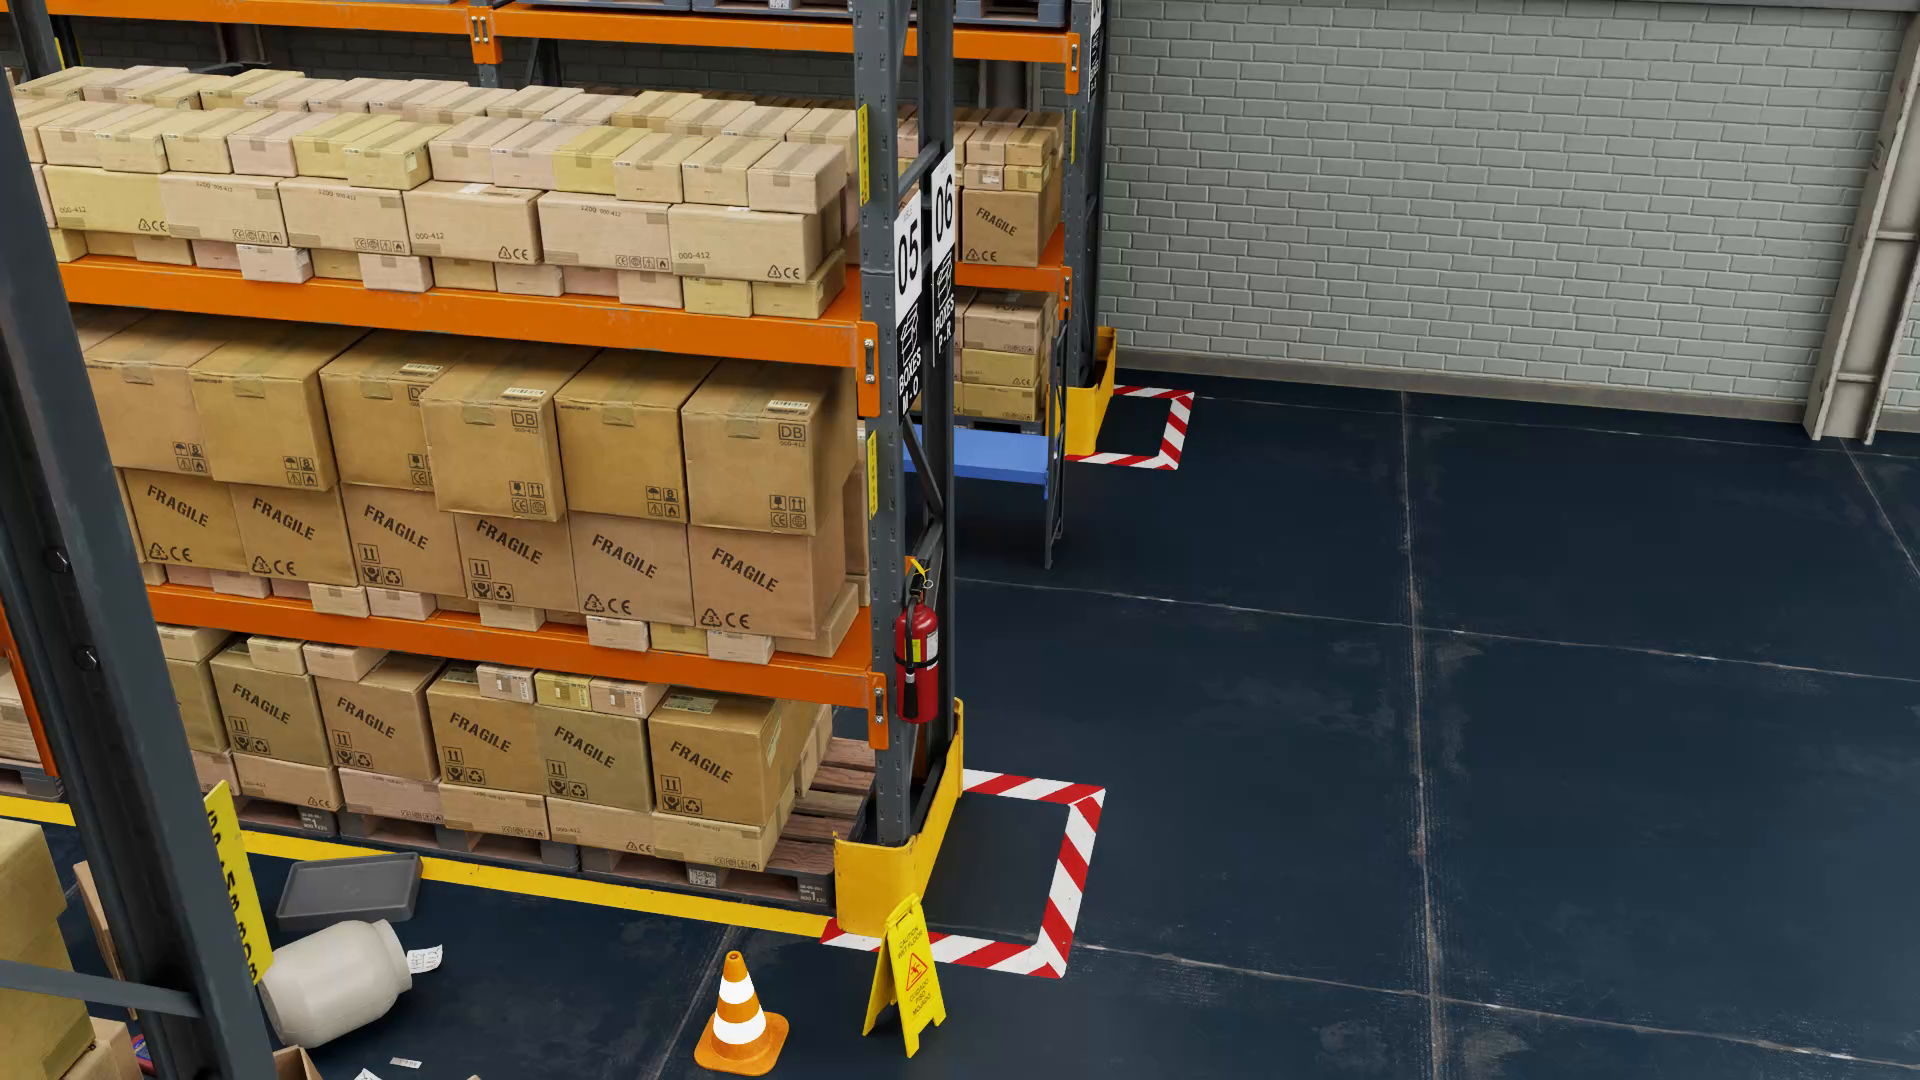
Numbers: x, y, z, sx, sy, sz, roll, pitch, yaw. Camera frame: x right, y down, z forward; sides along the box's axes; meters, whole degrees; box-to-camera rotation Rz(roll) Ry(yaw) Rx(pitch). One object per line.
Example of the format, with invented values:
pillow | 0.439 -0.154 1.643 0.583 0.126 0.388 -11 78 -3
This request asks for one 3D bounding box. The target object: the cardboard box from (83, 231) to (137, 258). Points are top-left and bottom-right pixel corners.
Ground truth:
cardboard box | -3.338 -1.287 6.777 0.250 0.149 0.380 6 29 11

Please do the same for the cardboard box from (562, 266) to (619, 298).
cardboard box | -1.333 -1.071 6.383 0.250 0.149 0.380 6 29 11

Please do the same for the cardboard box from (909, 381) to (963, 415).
cardboard box | -0.166 -1.115 11.751 0.500 0.250 0.500 6 29 11

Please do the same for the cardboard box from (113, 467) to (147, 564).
cardboard box | -3.729 -0.253 7.336 0.500 0.500 0.500 6 29 10

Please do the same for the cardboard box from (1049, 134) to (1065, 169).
cardboard box | 0.566 -2.668 11.382 0.250 0.149 0.380 5 29 9

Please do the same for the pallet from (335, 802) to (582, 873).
pallet | -2.240 1.142 8.107 1.213 0.211 1.003 6 29 11

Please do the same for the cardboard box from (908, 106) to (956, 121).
cardboard box | -0.189 -2.870 11.442 0.250 0.149 0.380 6 29 11

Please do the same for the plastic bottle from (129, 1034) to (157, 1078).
plastic bottle | -3.231 2.046 6.612 0.283 0.061 0.133 11 31 19

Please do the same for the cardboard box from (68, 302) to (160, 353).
cardboard box | -3.716 -0.720 7.149 0.500 0.500 0.700 6 29 10

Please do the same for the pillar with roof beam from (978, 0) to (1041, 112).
pillar with roof beam | -0.548 -3.287 7.045 0.400 9.000 9.100 6 29 11

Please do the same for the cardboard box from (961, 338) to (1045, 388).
cardboard box | 0.302 -1.283 11.538 0.500 0.250 0.500 5 29 10

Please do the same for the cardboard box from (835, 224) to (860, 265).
cardboard box | -0.446 -1.244 6.698 0.250 0.149 0.380 6 29 11

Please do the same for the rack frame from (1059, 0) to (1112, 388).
rack frame | 0.844 -2.184 11.277 0.127 3.000 1.000 6 29 11

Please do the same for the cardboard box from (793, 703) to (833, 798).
cardboard box | -0.920 0.959 7.963 0.500 0.250 0.500 6 29 10

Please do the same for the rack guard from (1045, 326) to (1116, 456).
rack guard | 0.867 -1.085 11.873 0.348 0.500 1.175 6 29 11

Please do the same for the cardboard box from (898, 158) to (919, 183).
cardboard box | -0.291 -2.512 11.097 0.250 0.149 0.380 6 29 10

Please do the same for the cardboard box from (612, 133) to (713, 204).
cardboard box | -1.079 -1.364 6.087 0.250 0.149 0.380 6 29 10

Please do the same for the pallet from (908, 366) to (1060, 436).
pallet | 0.087 -1.018 12.051 1.213 0.211 1.003 6 29 11

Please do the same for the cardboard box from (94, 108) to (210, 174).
cardboard box | -3.093 -1.542 6.413 0.250 0.149 0.380 6 29 10

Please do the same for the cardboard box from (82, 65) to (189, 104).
cardboard box | -3.475 -1.889 7.047 0.250 0.149 0.380 5 29 9

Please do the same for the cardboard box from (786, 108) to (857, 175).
cardboard box | -0.494 -1.539 6.407 0.250 0.149 0.380 6 29 10

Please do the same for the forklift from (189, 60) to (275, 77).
forklift | -3.493 -1.116 9.399 3.031 2.935 1.130 5 29 9

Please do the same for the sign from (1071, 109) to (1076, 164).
sign | 0.717 -2.542 10.479 0.005 0.325 0.100 6 29 11

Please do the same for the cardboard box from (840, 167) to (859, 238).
cardboard box | -0.625 -1.408 6.584 0.500 0.250 0.500 5 29 10

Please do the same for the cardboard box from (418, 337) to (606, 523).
cardboard box | -1.748 -0.471 6.694 0.500 0.500 0.700 6 29 10

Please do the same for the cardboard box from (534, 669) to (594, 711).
cardboard box | -1.645 0.566 7.224 0.250 0.149 0.380 6 29 11

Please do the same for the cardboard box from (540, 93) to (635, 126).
cardboard box | -1.468 -1.651 6.612 0.250 0.149 0.380 6 29 10

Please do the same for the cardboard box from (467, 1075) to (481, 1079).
cardboard box | -1.892 2.215 6.211 0.250 0.149 0.380 23 36 36

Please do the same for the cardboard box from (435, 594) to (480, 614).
cardboard box | -2.090 0.158 7.261 0.250 0.149 0.380 6 29 11

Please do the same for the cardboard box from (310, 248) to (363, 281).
cardboard box | -2.337 -1.157 6.540 0.250 0.149 0.380 6 29 11

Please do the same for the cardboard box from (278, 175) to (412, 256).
cardboard box | -2.240 -1.308 6.400 0.500 0.250 0.500 6 29 11

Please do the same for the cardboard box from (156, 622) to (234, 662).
cardboard box | -3.471 0.382 7.561 0.250 0.149 0.380 6 29 11

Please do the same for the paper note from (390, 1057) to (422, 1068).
paper note | -2.203 2.077 6.607 0.123 0.001 0.032 6 29 11

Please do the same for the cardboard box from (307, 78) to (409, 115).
cardboard box | -2.463 -1.781 6.849 0.250 0.149 0.380 6 29 11

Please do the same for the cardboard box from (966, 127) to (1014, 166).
cardboard box | 0.202 -2.590 10.929 0.250 0.149 0.380 6 29 11

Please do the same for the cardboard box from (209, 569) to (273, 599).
cardboard box | -3.101 0.093 7.379 0.250 0.149 0.380 7 29 12

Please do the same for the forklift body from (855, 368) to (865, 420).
forklift body | -1.392 -1.145 10.264 1.214 2.155 2.313 6 29 11

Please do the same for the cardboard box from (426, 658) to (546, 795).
cardboard box | -2.030 0.778 7.512 0.500 0.500 0.500 5 29 9

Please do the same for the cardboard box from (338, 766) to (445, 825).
cardboard box | -2.537 1.055 7.788 0.500 0.250 0.500 5 29 10

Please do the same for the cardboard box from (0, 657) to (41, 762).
cardboard box | -4.615 0.664 8.376 0.625 0.372 0.950 6 29 11

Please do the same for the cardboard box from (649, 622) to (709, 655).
cardboard box | -1.117 0.312 6.981 0.250 0.149 0.380 5 29 10

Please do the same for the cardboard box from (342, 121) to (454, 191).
cardboard box | -2.088 -1.441 6.228 0.250 0.149 0.380 7 29 12

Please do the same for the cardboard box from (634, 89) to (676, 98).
cardboard box | -2.194 -3.089 11.841 0.250 0.149 0.380 6 29 10

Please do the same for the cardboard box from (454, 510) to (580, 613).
cardboard box | -1.755 -0.056 6.977 0.500 0.500 0.500 6 29 10

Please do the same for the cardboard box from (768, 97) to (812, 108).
cardboard box | -1.206 -2.970 11.624 0.250 0.149 0.380 7 29 12

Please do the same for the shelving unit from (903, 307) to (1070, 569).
shelving unit | 0.083 -0.649 10.036 1.048 1.500 0.538 6 29 11

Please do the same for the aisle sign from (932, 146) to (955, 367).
aisle sign | -0.064 -1.132 6.649 0.004 0.787 0.394 6 29 11

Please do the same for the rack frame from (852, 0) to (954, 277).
rack frame | -0.189 -2.484 5.578 0.127 3.000 1.000 6 29 11

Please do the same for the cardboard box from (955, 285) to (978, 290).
cardboard box | -0.076 -1.786 11.936 0.500 0.250 0.500 6 29 11

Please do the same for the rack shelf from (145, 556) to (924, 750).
rack shelf | -2.145 0.263 7.558 4.000 0.370 1.077 6 29 11
